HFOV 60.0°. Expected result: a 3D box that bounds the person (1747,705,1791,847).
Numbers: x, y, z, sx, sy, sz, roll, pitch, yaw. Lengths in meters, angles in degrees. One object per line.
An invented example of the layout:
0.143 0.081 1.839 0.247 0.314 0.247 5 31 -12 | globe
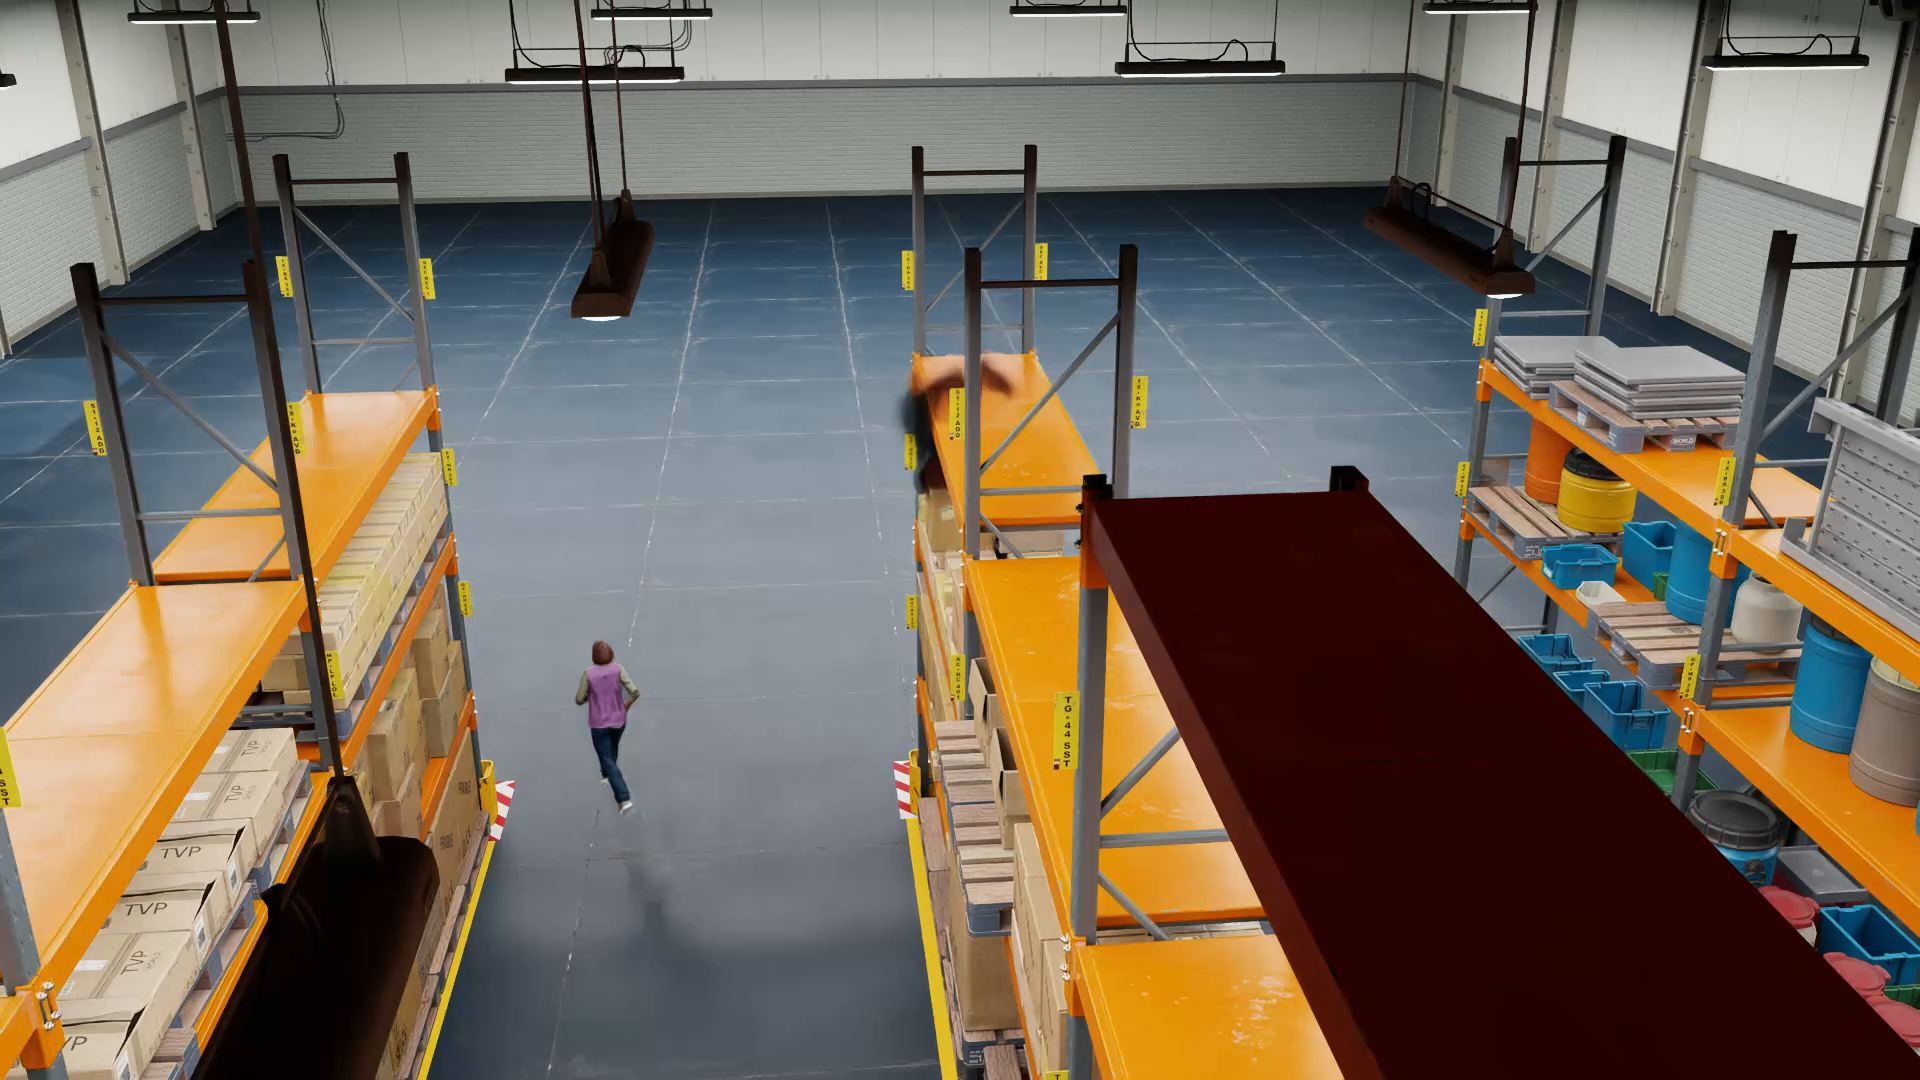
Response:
6.865 2.143 14.033 0.578 1.670 0.667 0 22 1 | person

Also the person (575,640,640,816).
-3.115 1.634 14.665 0.506 1.602 0.958 -13 25 -29 | person
